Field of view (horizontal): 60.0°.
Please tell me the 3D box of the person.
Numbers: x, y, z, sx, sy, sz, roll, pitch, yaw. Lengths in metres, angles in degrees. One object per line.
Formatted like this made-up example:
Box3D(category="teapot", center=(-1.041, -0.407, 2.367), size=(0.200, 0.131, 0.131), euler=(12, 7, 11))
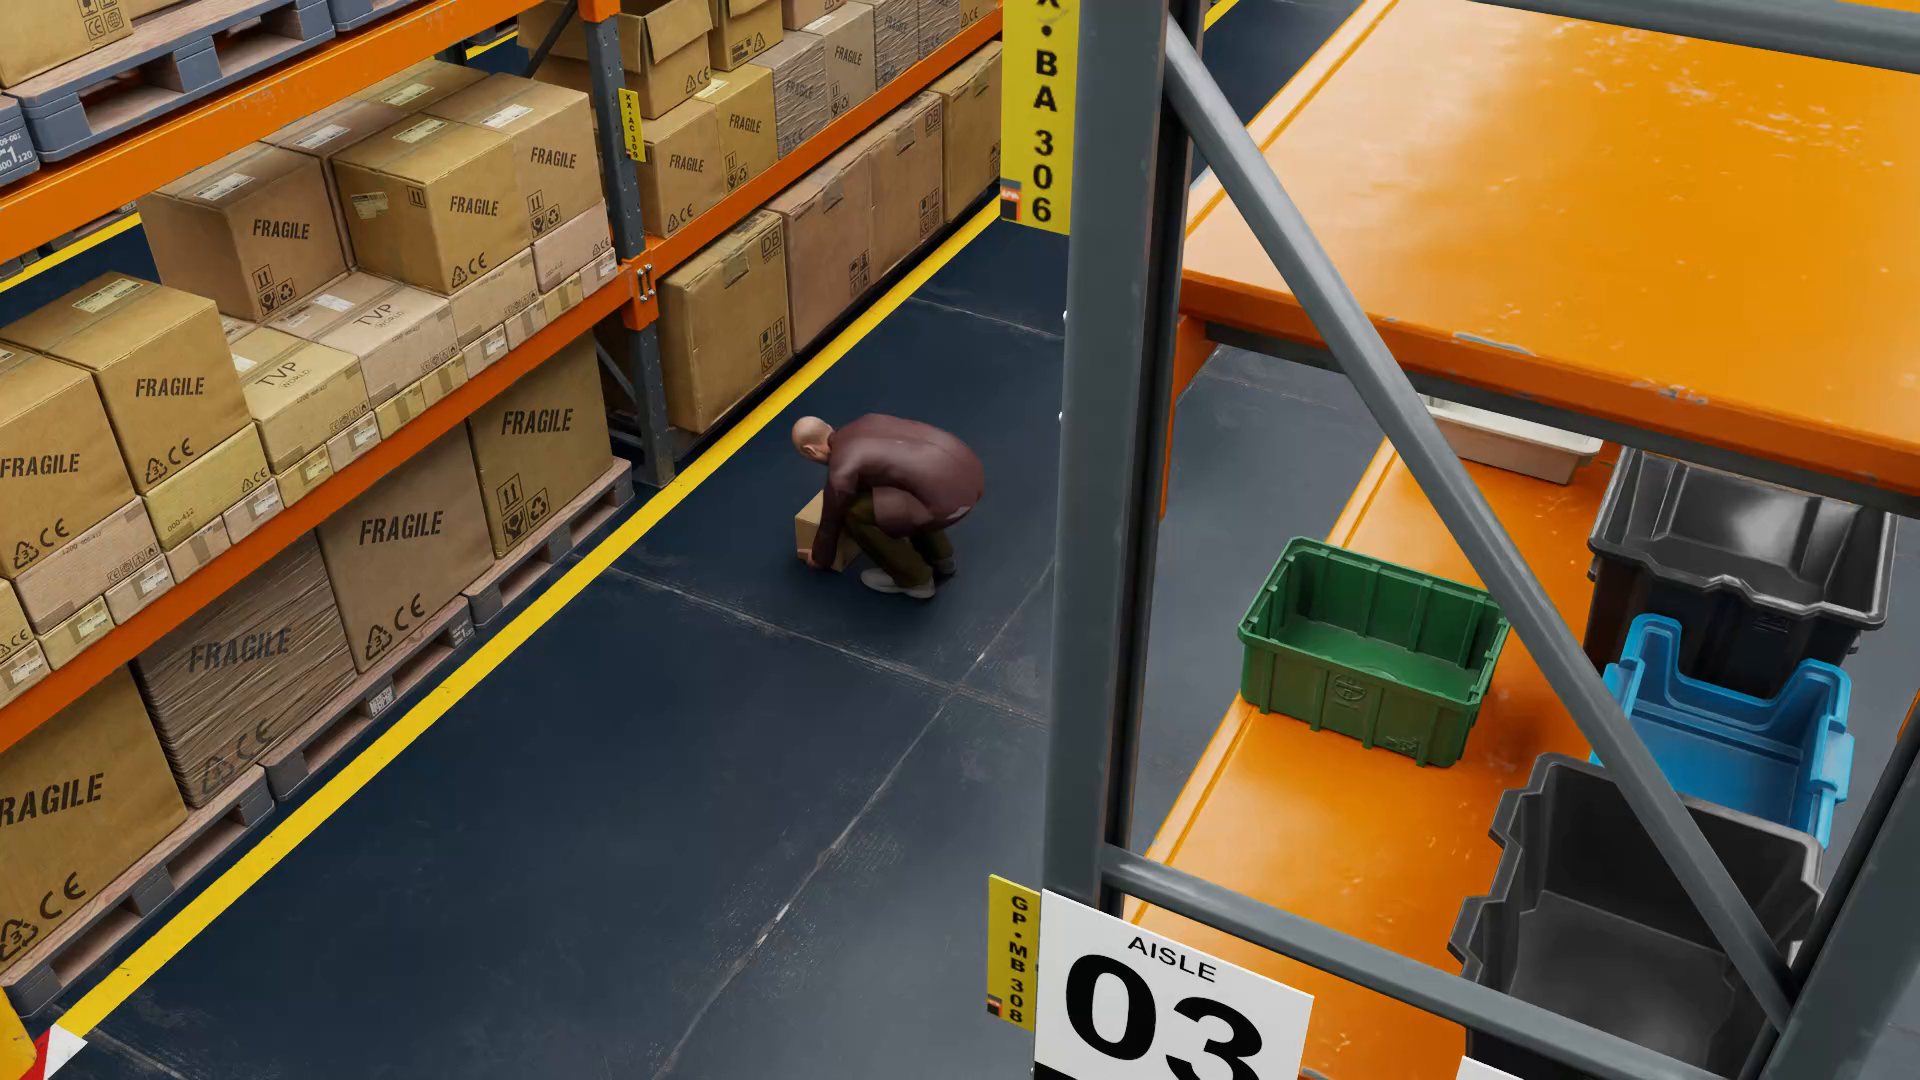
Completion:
Box3D(category="person", center=(-0.334, -0.176, 7.798), size=(0.947, 0.838, 0.572), euler=(16, 40, 20))
